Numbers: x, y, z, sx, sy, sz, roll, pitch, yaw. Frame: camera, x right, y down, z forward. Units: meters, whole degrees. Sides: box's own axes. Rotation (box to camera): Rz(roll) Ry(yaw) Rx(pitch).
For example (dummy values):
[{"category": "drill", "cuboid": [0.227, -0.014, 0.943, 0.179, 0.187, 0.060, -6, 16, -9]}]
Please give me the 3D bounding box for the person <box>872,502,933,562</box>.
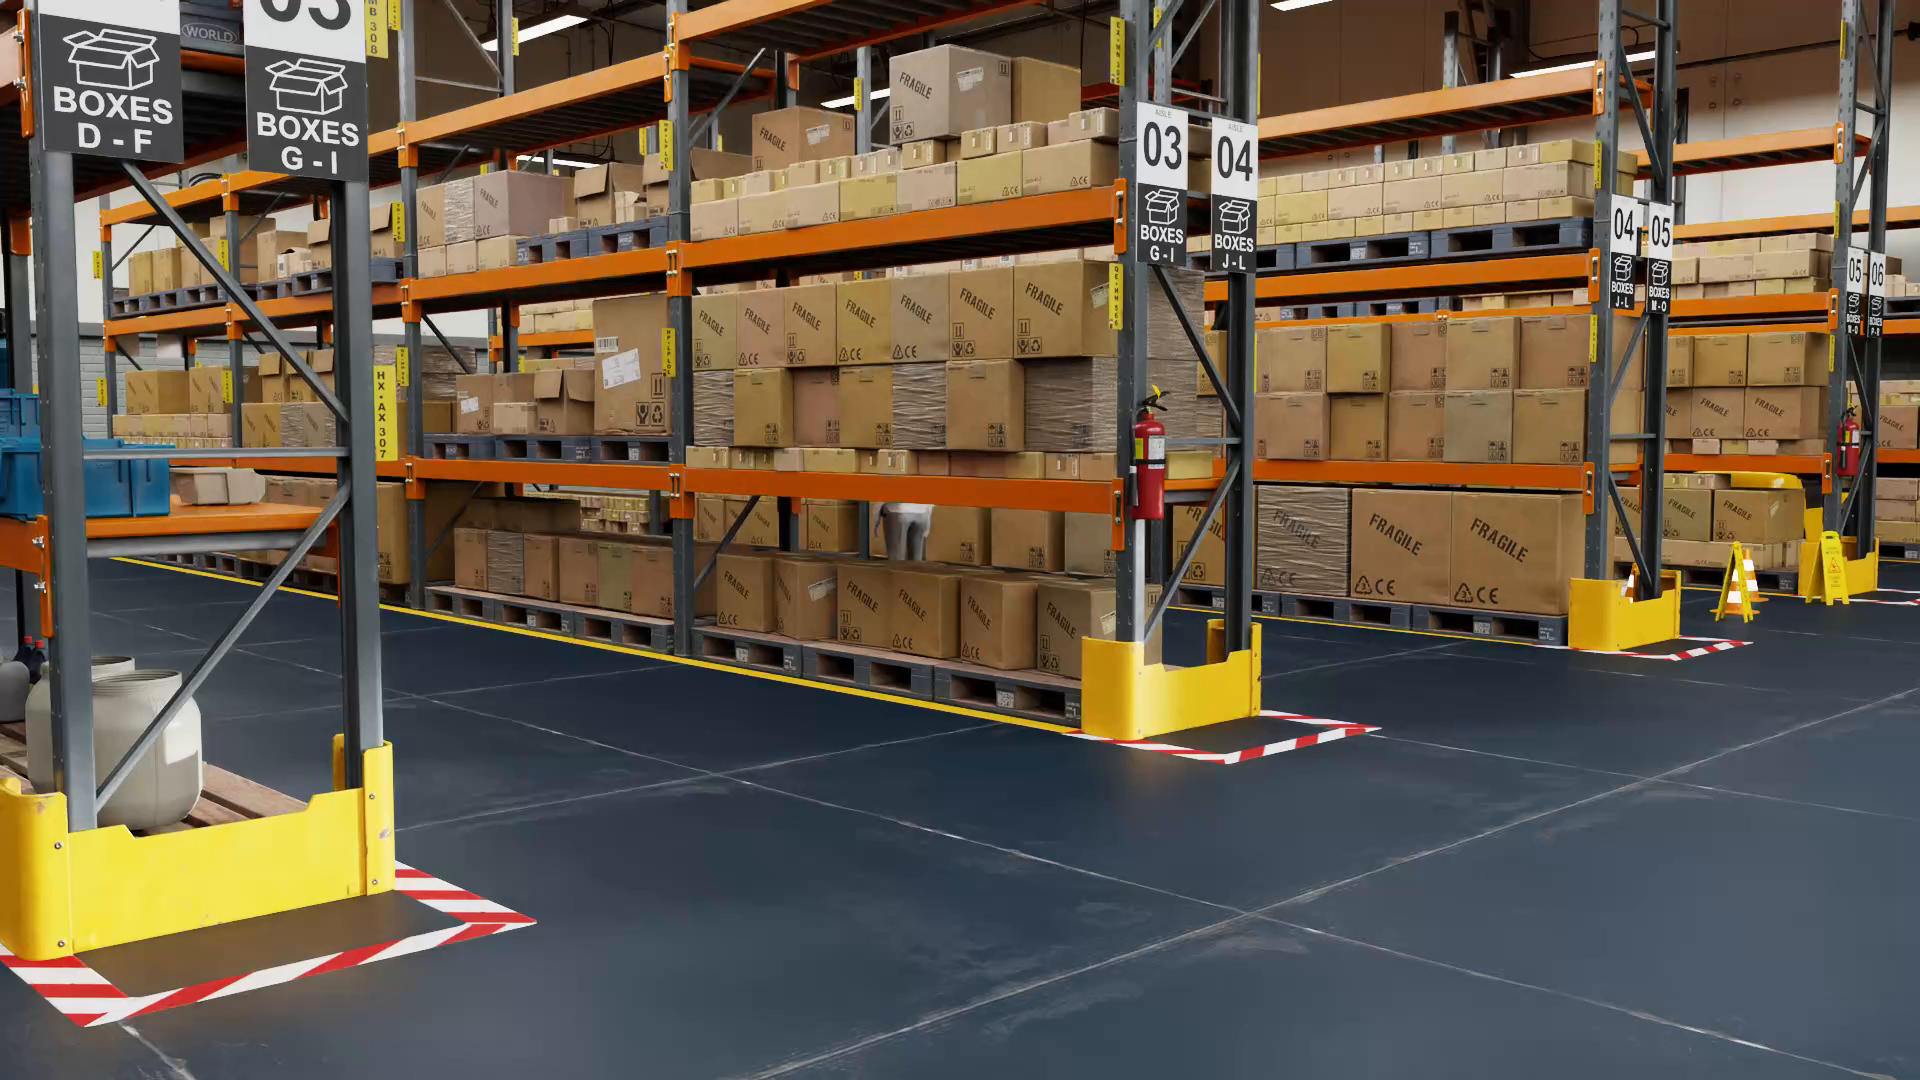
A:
[{"category": "person", "cuboid": [-0.440, -0.120, 12.853, 0.547, 1.719, 0.408, -3, 5, -36]}]
